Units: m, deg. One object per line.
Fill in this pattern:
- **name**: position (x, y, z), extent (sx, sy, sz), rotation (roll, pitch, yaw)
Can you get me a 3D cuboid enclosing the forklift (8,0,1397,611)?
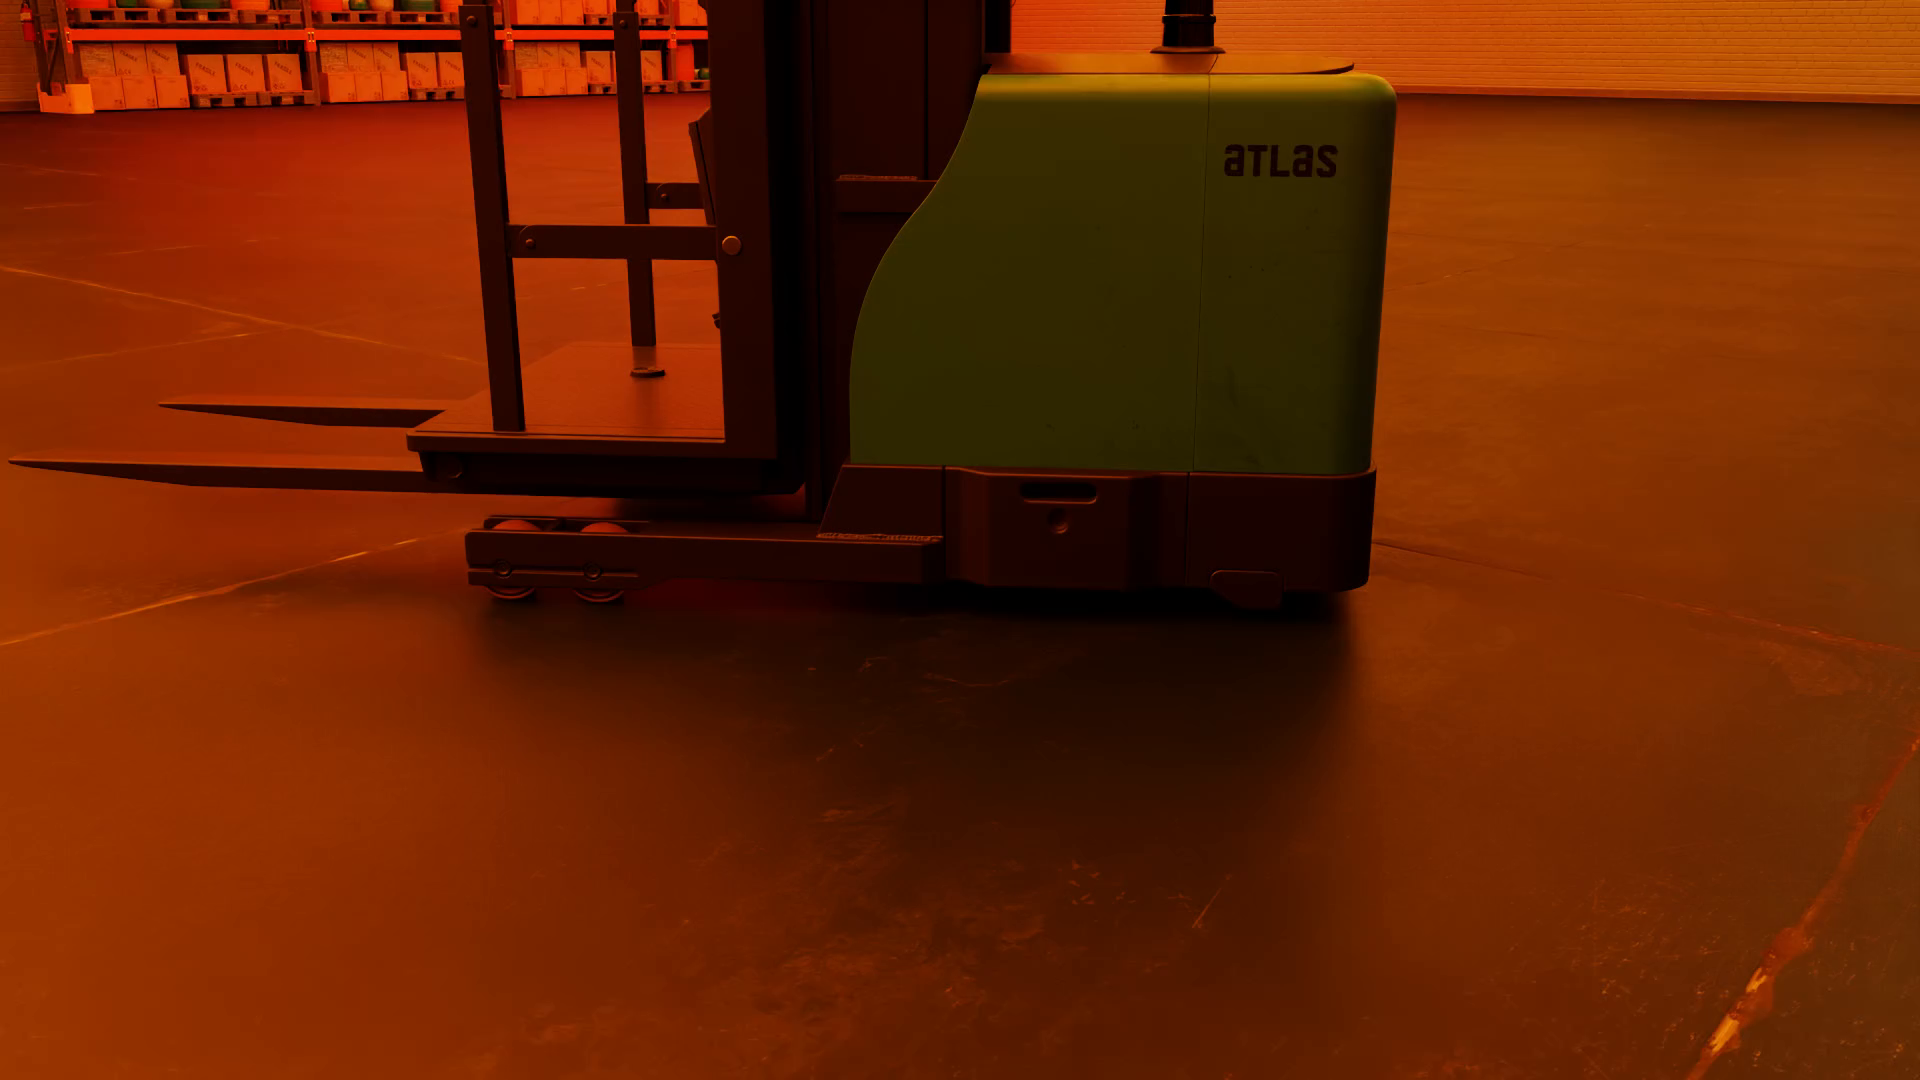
- **forklift**: position (-0.621, -1.421, 3.577), extent (3.031, 2.935, 1.130), rotation (2, 17, 6)
